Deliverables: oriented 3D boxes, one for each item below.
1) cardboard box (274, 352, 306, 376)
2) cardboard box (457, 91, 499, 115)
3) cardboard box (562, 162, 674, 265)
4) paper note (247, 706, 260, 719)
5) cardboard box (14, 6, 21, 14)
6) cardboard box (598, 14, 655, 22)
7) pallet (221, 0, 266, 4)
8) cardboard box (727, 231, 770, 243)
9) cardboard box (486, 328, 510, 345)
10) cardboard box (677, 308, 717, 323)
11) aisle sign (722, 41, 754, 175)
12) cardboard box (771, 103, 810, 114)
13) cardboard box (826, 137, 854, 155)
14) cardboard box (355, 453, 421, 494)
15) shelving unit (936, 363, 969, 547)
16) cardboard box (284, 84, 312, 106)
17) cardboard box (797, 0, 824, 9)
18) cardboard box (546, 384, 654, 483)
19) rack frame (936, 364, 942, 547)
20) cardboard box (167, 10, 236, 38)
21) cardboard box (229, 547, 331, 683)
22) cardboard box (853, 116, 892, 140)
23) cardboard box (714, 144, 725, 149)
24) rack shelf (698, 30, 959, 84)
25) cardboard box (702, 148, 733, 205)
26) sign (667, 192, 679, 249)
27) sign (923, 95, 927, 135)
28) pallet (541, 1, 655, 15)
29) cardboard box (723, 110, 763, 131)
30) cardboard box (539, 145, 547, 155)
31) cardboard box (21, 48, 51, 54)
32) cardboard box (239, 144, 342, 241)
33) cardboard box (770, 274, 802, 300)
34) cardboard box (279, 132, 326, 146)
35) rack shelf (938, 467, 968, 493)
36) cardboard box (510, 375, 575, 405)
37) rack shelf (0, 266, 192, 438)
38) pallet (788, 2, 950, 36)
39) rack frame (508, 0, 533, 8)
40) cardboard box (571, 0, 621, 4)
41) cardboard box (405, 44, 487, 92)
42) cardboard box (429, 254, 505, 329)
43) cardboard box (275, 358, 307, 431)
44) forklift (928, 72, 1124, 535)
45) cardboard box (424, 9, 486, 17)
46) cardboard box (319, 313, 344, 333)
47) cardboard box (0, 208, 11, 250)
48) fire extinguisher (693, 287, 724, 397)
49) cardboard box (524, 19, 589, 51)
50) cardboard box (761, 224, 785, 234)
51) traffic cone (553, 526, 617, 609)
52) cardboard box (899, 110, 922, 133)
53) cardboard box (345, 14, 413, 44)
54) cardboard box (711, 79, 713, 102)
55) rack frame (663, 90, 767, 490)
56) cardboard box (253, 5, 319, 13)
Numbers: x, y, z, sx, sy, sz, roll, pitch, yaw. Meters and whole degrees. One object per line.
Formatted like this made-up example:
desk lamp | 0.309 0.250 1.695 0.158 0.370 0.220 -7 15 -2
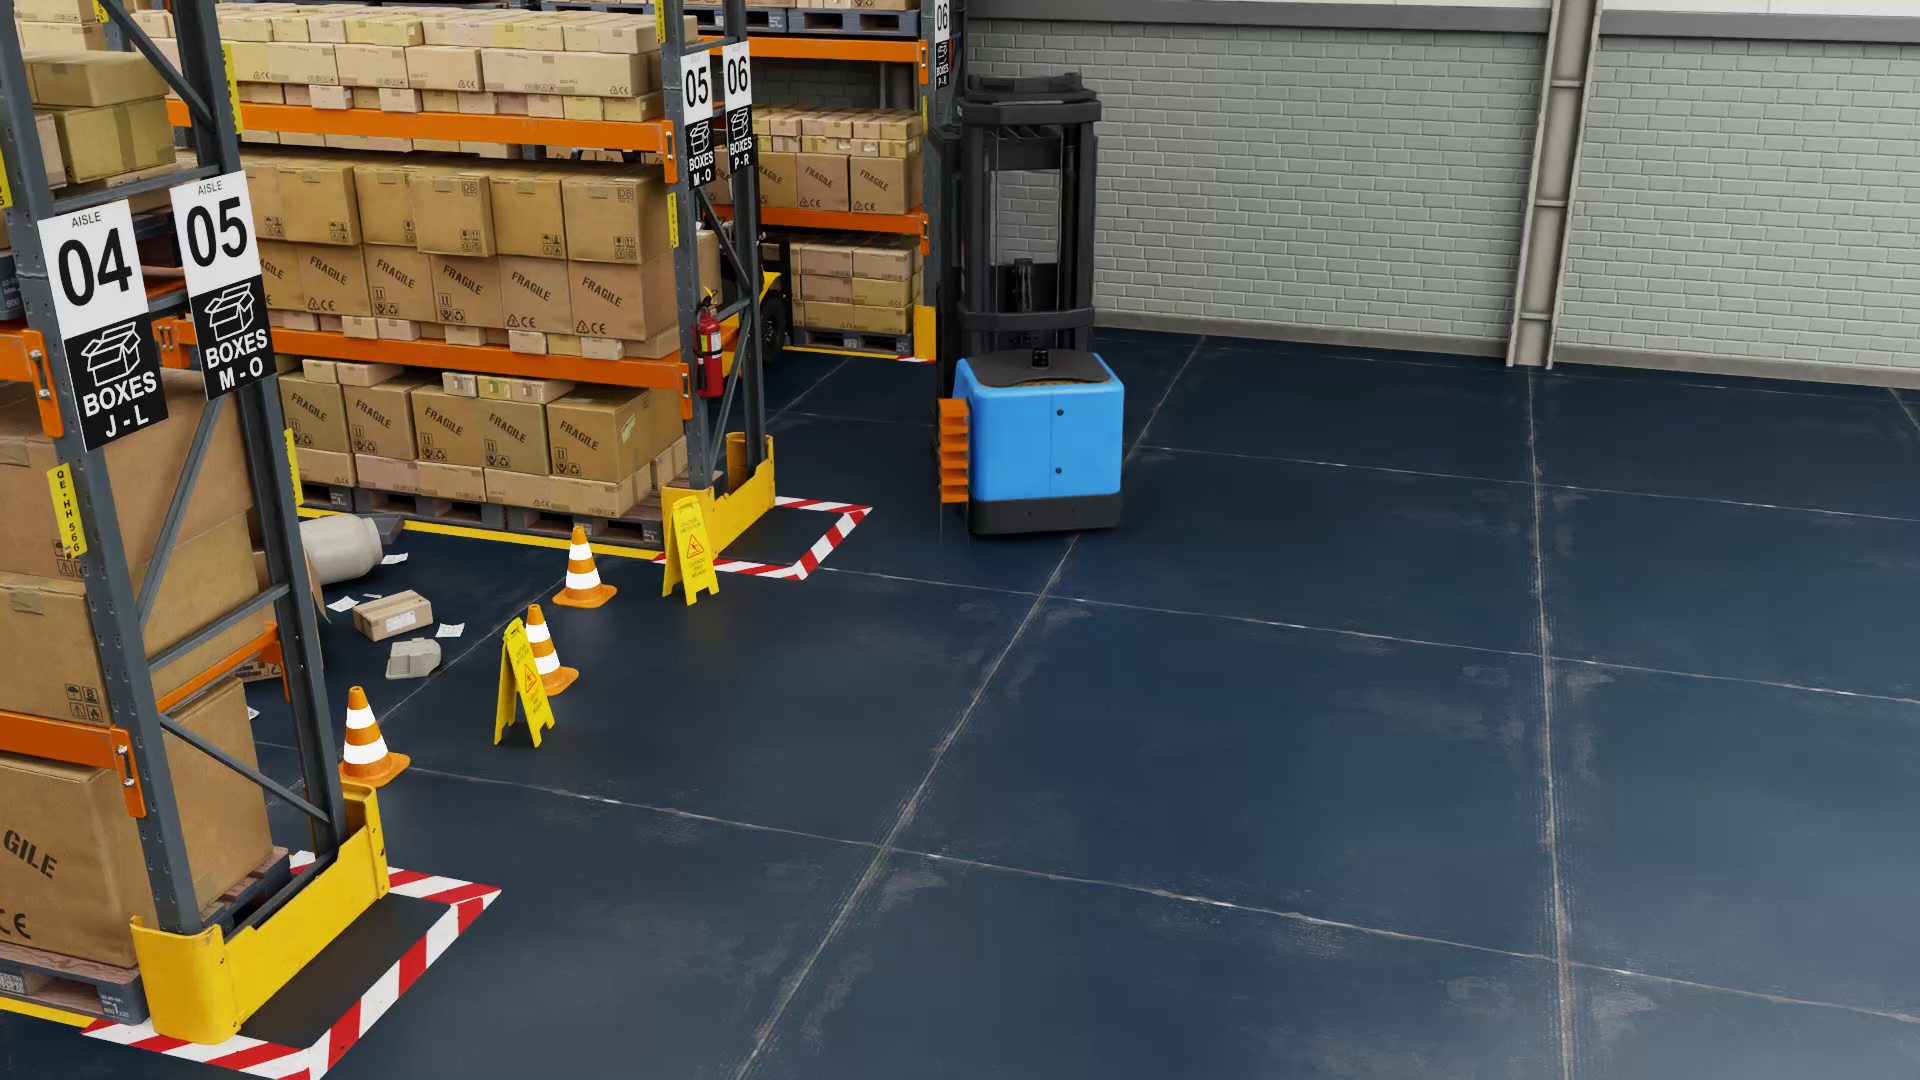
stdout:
cardboard box | -4.804 -1.267 11.633 0.250 0.149 0.380 7 23 16
cardboard box | -2.953 -2.785 10.487 0.250 0.149 0.380 6 23 15
cardboard box | -2.115 -2.081 10.549 0.500 0.500 0.700 6 23 14
paper note | -3.867 0.942 8.935 0.142 0.017 0.144 16 27 34
cardboard box | -6.811 -3.721 12.080 0.500 0.250 0.500 6 23 15
cardboard box | -2.090 -3.233 10.527 0.250 0.149 0.380 6 23 15
pallet | -7.117 -5.397 16.771 1.003 0.211 1.213 8 24 18
cardboard box | -2.123 -2.747 15.767 0.500 0.250 0.500 6 23 14
cardboard box | -2.957 -1.424 11.121 0.250 0.149 0.380 7 23 16
cardboard box | -1.829 -1.454 11.192 0.250 0.149 0.380 7 23 16
aisle sign | -1.414 -2.766 10.635 0.004 0.787 0.394 7 23 16
cardboard box | -1.606 -4.041 15.792 0.250 0.149 0.380 6 23 14
cardboard box | -1.030 -3.612 15.136 0.250 0.149 0.380 7 23 17
cardboard box | -3.883 -0.544 11.713 0.500 0.250 0.500 6 23 15
shelving unit | -0.050 -0.560 11.055 0.189 1.200 0.258 -3 22 -7
cardboard box | -4.181 -2.933 10.846 0.250 0.149 0.380 6 23 14
cardboard box | -1.257 -4.836 14.646 0.258 0.266 0.396 7 23 16
cardboard box | -2.406 -0.720 11.154 0.500 0.500 0.500 7 23 16
rack frame | -0.141 -0.556 11.044 0.006 1.200 0.240 -3 22 -7
cardboard box | -4.928 -3.365 10.850 0.250 0.149 0.380 7 23 17
cardboard box | -3.976 0.425 9.571 0.637 0.503 0.797 -9 24 -21
cardboard box | -0.782 -3.724 15.017 0.250 0.149 0.380 7 23 16
cardboard box | -2.259 -3.739 15.446 0.250 0.149 0.380 6 23 14
rack shelf | -2.048 -4.535 15.370 4.000 0.370 1.077 7 23 16
cardboard box | -2.149 -3.434 15.556 0.500 0.500 0.500 7 23 16
sign | -1.743 -1.940 10.105 0.005 0.325 0.100 7 23 16
sign | -0.303 -3.711 14.527 0.005 0.325 0.100 7 23 16
pallet | -3.138 -4.962 15.580 1.213 0.211 1.003 7 23 16
cardboard box | -2.007 -3.874 15.383 0.250 0.149 0.380 7 23 16
cardboard box | -4.374 -4.010 16.633 0.500 0.250 0.500 6 23 15
cardboard box | -3.609 -1.737 6.194 0.250 0.149 0.380 6 23 15
cardboard box | -4.552 -2.351 11.209 0.500 0.500 0.700 7 23 16
cardboard box | -1.667 -2.462 15.732 0.500 0.250 0.500 6 23 14
cardboard box | -6.463 -4.044 16.714 0.500 0.250 0.500 6 23 14
rack shelf | -0.050 -0.408 11.117 0.180 0.103 0.258 -3 22 -7
cardboard box | -2.776 -1.036 11.069 0.250 0.149 0.380 7 23 17
rack shelf | -4.811 -0.922 6.561 4.000 0.370 1.077 7 23 16
pallet | -0.803 -4.695 14.928 1.213 0.211 1.003 7 23 16
rack frame | -3.963 -6.475 15.199 0.127 3.000 1.000 7 23 16
cardboard box | -3.237 -5.107 15.248 0.500 0.311 0.500 7 23 17
cardboard box | -3.110 -2.982 10.441 0.500 0.250 0.500 7 23 17
cardboard box | -3.119 -1.713 10.971 0.500 0.500 0.500 6 23 15
cardboard box | -4.906 -1.002 11.843 0.500 0.500 0.500 8 24 18
forklift | 0.369 -1.917 12.081 1.130 2.935 3.031 -3 23 -8
cardboard box | -3.292 -3.389 10.908 0.250 0.149 0.380 7 23 17
cardboard box | -4.173 -1.544 11.413 0.250 0.149 0.380 6 23 15
cardboard box | -3.313 -1.073 5.627 0.250 0.149 0.380 6 23 15
fire extinguisher | -1.587 -1.242 10.446 0.183 0.674 0.296 7 23 16
cardboard box | -2.458 -3.091 10.181 0.250 0.149 0.380 6 23 15
cardboard box | -1.982 -2.938 16.233 0.500 0.250 0.500 6 23 14
traffic cone | -2.348 0.138 10.324 0.334 0.463 0.336 7 23 16
cardboard box | -0.393 -3.860 15.349 0.250 0.149 0.380 6 23 14
cardboard box | -3.673 -3.243 10.551 0.250 0.149 0.380 7 23 17
cardboard box | -1.787 -2.883 10.725 0.250 0.149 0.380 7 23 16
rack frame | -1.563 -1.457 10.871 0.127 3.000 1.000 7 23 16
cardboard box | -4.532 -3.519 11.225 0.250 0.149 0.380 7 23 17
